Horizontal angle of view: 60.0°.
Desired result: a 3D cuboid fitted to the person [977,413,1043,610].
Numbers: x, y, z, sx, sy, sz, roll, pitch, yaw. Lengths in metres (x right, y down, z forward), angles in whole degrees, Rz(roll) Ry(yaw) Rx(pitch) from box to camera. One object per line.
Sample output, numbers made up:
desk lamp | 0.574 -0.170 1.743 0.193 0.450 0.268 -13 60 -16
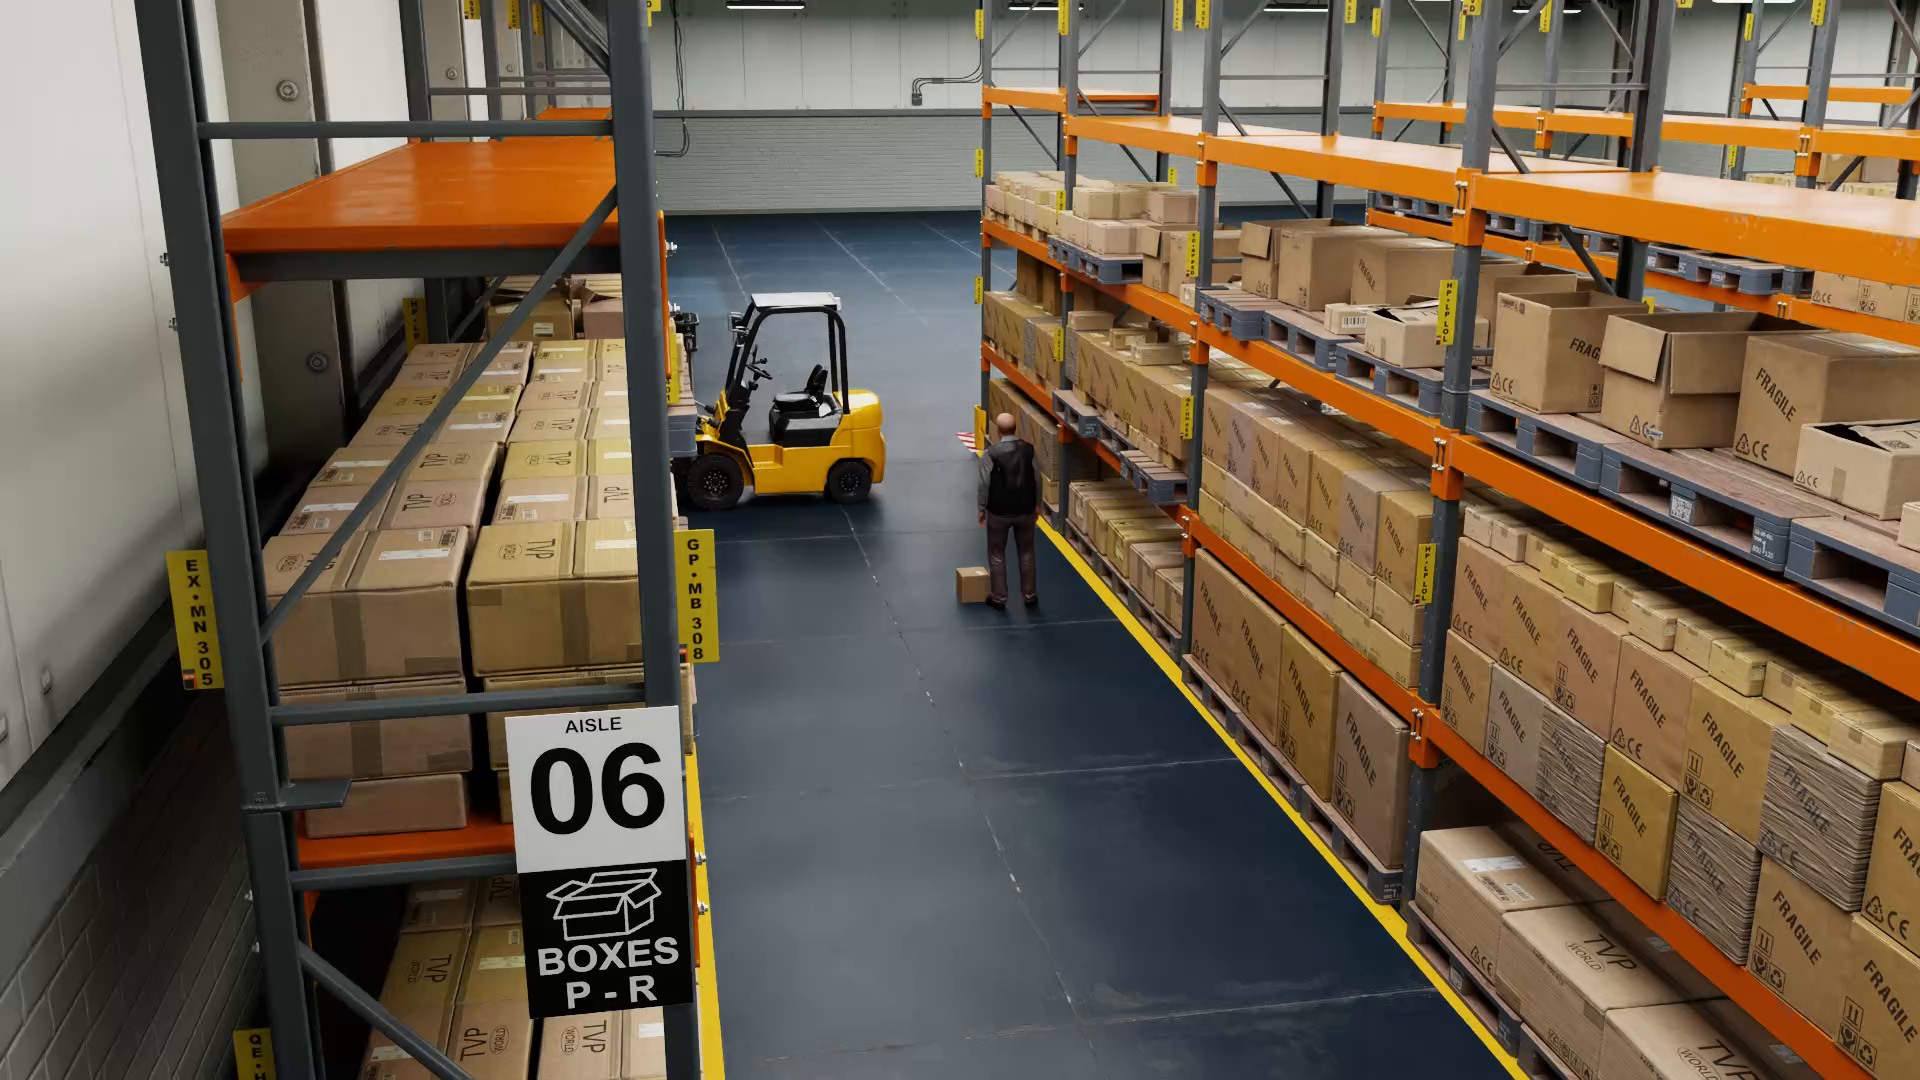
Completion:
person | 0.437 -0.243 14.413 0.588 1.720 0.420 -4 17 -14
